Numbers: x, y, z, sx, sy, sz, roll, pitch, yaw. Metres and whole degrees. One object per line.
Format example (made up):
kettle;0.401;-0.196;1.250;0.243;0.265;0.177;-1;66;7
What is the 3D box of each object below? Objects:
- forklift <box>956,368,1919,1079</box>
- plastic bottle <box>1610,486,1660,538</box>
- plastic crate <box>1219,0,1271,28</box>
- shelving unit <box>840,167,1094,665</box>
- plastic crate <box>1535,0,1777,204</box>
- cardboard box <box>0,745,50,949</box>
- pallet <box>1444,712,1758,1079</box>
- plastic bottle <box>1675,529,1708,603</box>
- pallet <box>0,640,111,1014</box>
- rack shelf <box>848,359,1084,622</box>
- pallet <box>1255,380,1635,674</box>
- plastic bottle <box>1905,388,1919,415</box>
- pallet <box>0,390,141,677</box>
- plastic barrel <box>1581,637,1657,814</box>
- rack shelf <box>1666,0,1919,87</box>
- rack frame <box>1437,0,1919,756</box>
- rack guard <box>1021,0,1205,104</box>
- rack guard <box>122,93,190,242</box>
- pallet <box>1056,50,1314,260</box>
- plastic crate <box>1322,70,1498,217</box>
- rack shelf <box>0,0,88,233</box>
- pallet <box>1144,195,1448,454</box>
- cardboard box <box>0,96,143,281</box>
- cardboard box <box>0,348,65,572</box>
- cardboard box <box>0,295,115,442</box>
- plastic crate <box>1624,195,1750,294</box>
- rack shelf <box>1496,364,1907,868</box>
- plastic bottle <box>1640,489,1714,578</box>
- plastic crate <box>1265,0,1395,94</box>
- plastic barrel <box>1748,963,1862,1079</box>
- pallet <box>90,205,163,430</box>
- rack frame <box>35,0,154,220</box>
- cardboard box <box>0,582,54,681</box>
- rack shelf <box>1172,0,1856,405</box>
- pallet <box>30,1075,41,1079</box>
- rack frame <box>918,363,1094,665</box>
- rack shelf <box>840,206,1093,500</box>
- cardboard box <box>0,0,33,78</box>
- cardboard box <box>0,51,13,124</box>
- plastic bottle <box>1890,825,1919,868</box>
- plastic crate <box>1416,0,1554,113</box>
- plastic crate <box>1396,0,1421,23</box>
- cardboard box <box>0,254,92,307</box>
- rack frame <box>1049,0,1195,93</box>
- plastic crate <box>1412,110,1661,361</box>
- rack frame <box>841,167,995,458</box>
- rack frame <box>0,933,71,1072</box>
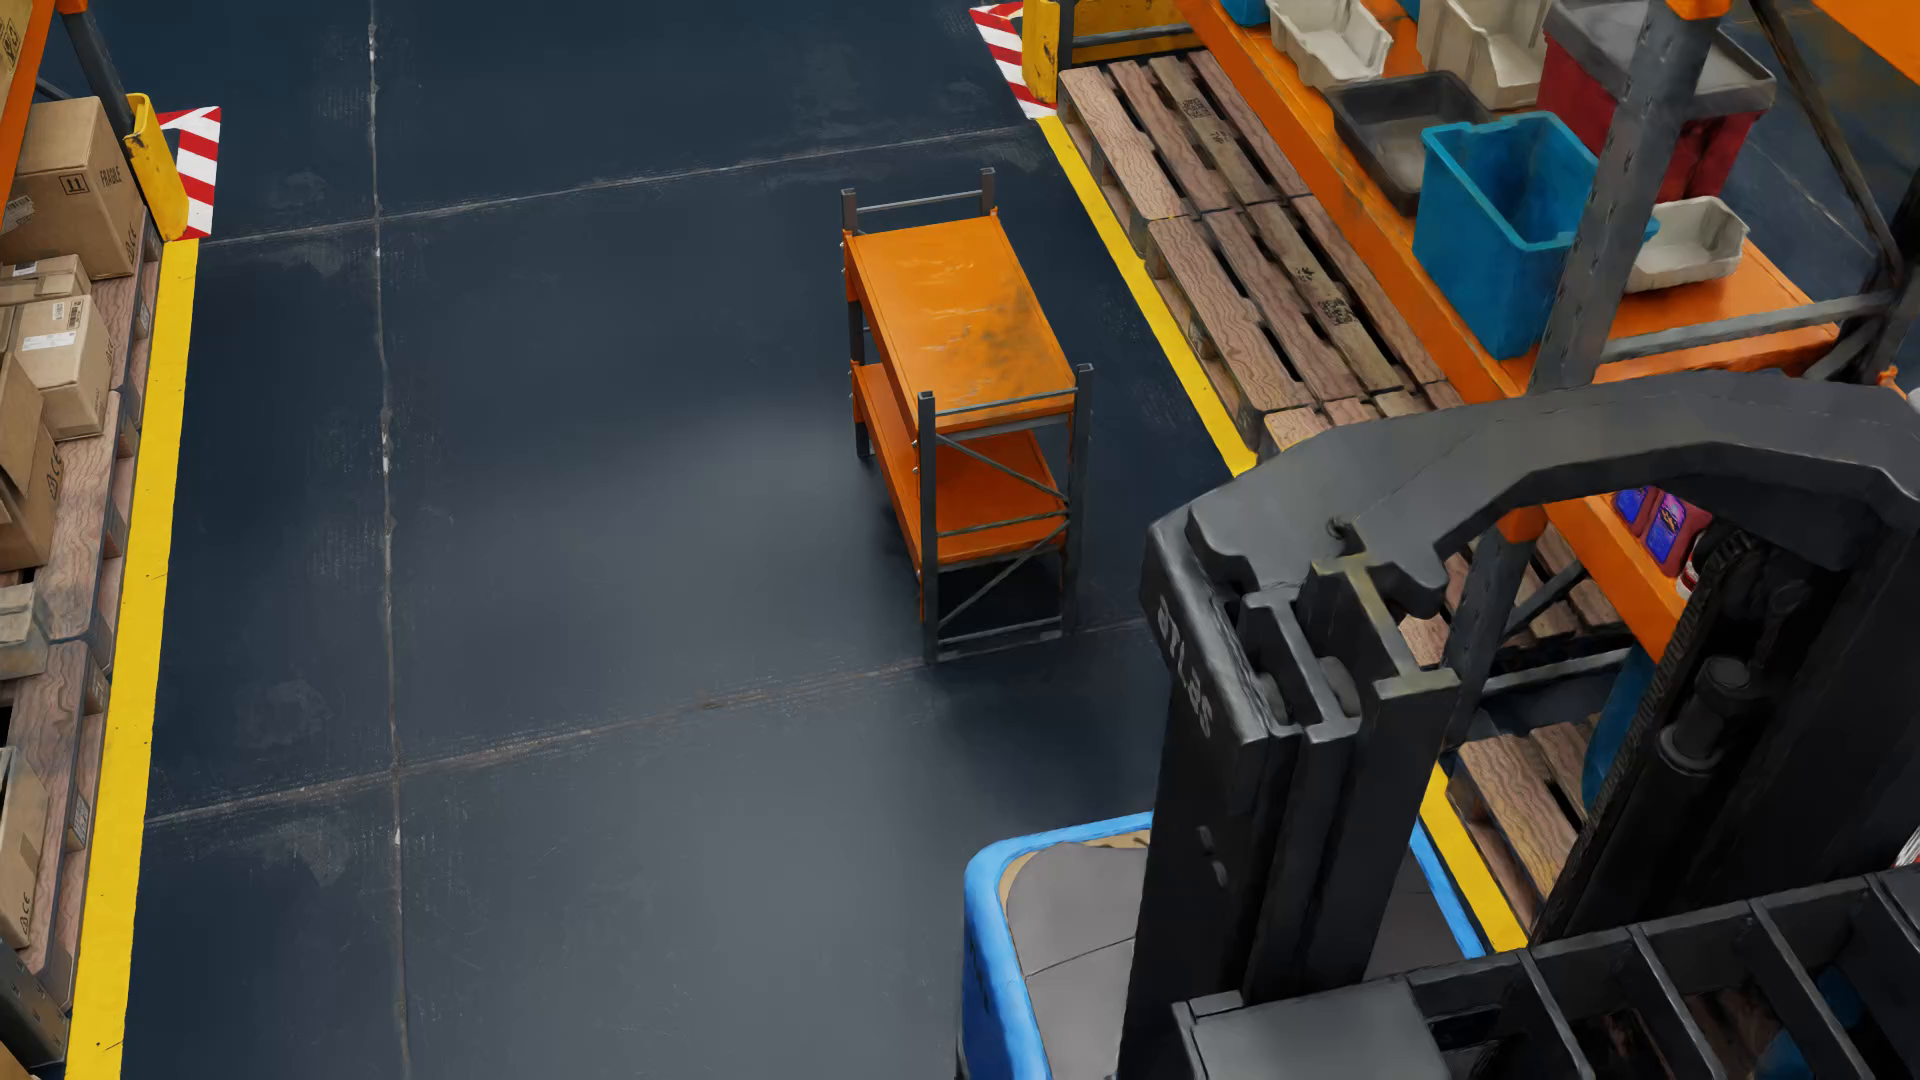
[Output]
forklift;0.821;1.341;2.384;1.130;2.935;3.031;-9;46;-9
plastic bottle;1.609;-0.149;3.878;0.061;0.283;0.133;-11;47;-10
plastic crate;1.063;-1.898;5.585;0.416;0.233;0.300;-11;47;-10
shelving unit;-0.002;-0.398;5.353;0.538;1.125;1.048;-11;47;-10
plastic crate;1.942;-1.227;4.765;0.402;0.464;0.583;-11;47;-10
cardboard box;-2.760;0.840;4.401;0.500;0.311;0.500;-11;47;-10
pallet;2.085;0.995;4.627;1.003;0.211;1.213;-11;47;-10
plastic bottle;1.691;0.048;3.742;0.097;0.201;0.097;0;46;0
pallet;-3.036;0.884;4.736;1.003;0.211;1.213;-11;47;-10
rack shelf;-0.002;-0.227;5.527;0.538;0.278;1.000;-11;47;-10
pallet;1.702;-0.046;5.647;1.003;0.211;1.213;-11;47;-10
plastic bottle;2.341;-0.265;3.996;0.152;0.276;0.135;-11;47;-10
pallet;-3.352;0.040;5.563;1.003;0.211;1.213;-11;47;-10
plastic barrel;2.051;0.445;4.389;0.600;0.901;0.708;-11;47;-10
rack shelf;2.440;0.062;1.993;1.077;0.370;4.000;-11;47;-10
rack frame;1.928;-0.521;4.161;1.000;3.000;0.127;-11;47;-10
rack guard;0.885;-2.422;7.774;1.175;0.500;0.348;-11;47;-10
rack guard;-3.866;-1.452;6.823;1.175;0.500;0.348;-11;47;-10
pallet;1.078;-1.730;7.298;1.003;0.211;1.213;-11;47;-10
plastic crate;1.382;-1.170;4.947;0.437;0.125;0.590;-11;47;-10
rack shelf;-3.373;-0.747;4.886;1.077;0.370;4.000;-11;47;-10
pallet;1.386;-0.890;6.474;1.003;0.211;1.213;-11;47;-10
cardboard box;-3.508;-1.328;6.394;0.500;0.500;0.500;-11;47;-10
cardboard box;-3.347;-0.194;5.280;0.797;0.503;0.637;-11;47;-10
cardboard box;-3.294;-0.580;5.835;0.500;0.250;0.500;-11;47;-10
plastic crate;1.947;-0.797;4.574;0.396;0.136;0.243;-11;47;-10
rack shelf;2.440;1.111;3.064;1.077;0.370;4.000;-11;47;-10
plastic bottle;1.644;-0.057;3.787;0.061;0.283;0.133;-11;47;-10
plastic crate;1.192;-1.597;5.358;0.293;0.136;0.466;-11;47;-10
plastic barrel;2.232;0.934;3.910;0.600;0.901;0.708;-11;47;-10
pallet;-3.661;-0.801;6.387;1.003;0.211;1.213;-11;47;-10
rack frame;-3.885;-2.380;5.982;1.000;3.000;0.127;-11;47;-10
cardboard box;-2.991;0.295;5.037;0.380;0.166;0.250;-11;47;-10
rack shelf;1.416;-1.650;5.771;1.077;0.370;4.000;-11;47;-10
pallet;-2.617;1.913;3.728;1.003;0.211;1.213;-11;47;-10
rack frame;0.128;-0.047;5.009;0.500;1.125;0.032;-11;47;-10
rack shelf;-0.002;-0.603;5.144;0.538;0.278;1.000;-11;47;-10
cardboard box;-3.371;-1.798;5.342;0.500;0.500;0.500;-10;46;-10
cardboard box;-3.249;-1.452;5.003;0.500;0.500;0.500;-10;46;-10
plastic bottle;1.915;0.551;3.197;0.152;0.276;0.135;-11;47;-10
plastic crate;1.715;-1.589;5.248;0.437;0.282;0.530;-11;47;-10
plastic crate;1.678;-1.874;5.562;0.416;0.233;0.300;-11;47;-10
cardboard box;-3.491;-0.916;6.223;0.380;0.166;0.250;-11;47;-10
rack frame;0.904;-3.283;6.867;1.000;3.000;0.127;-11;47;-10
plastic crate;1.479;-0.797;4.400;0.392;0.384;0.575;-11;47;-10
rack frame;-0.132;-0.749;5.697;0.500;1.125;0.032;-11;47;-10
rack frame;-2.861;0.382;3.276;1.000;3.000;0.127;-11;47;-10
